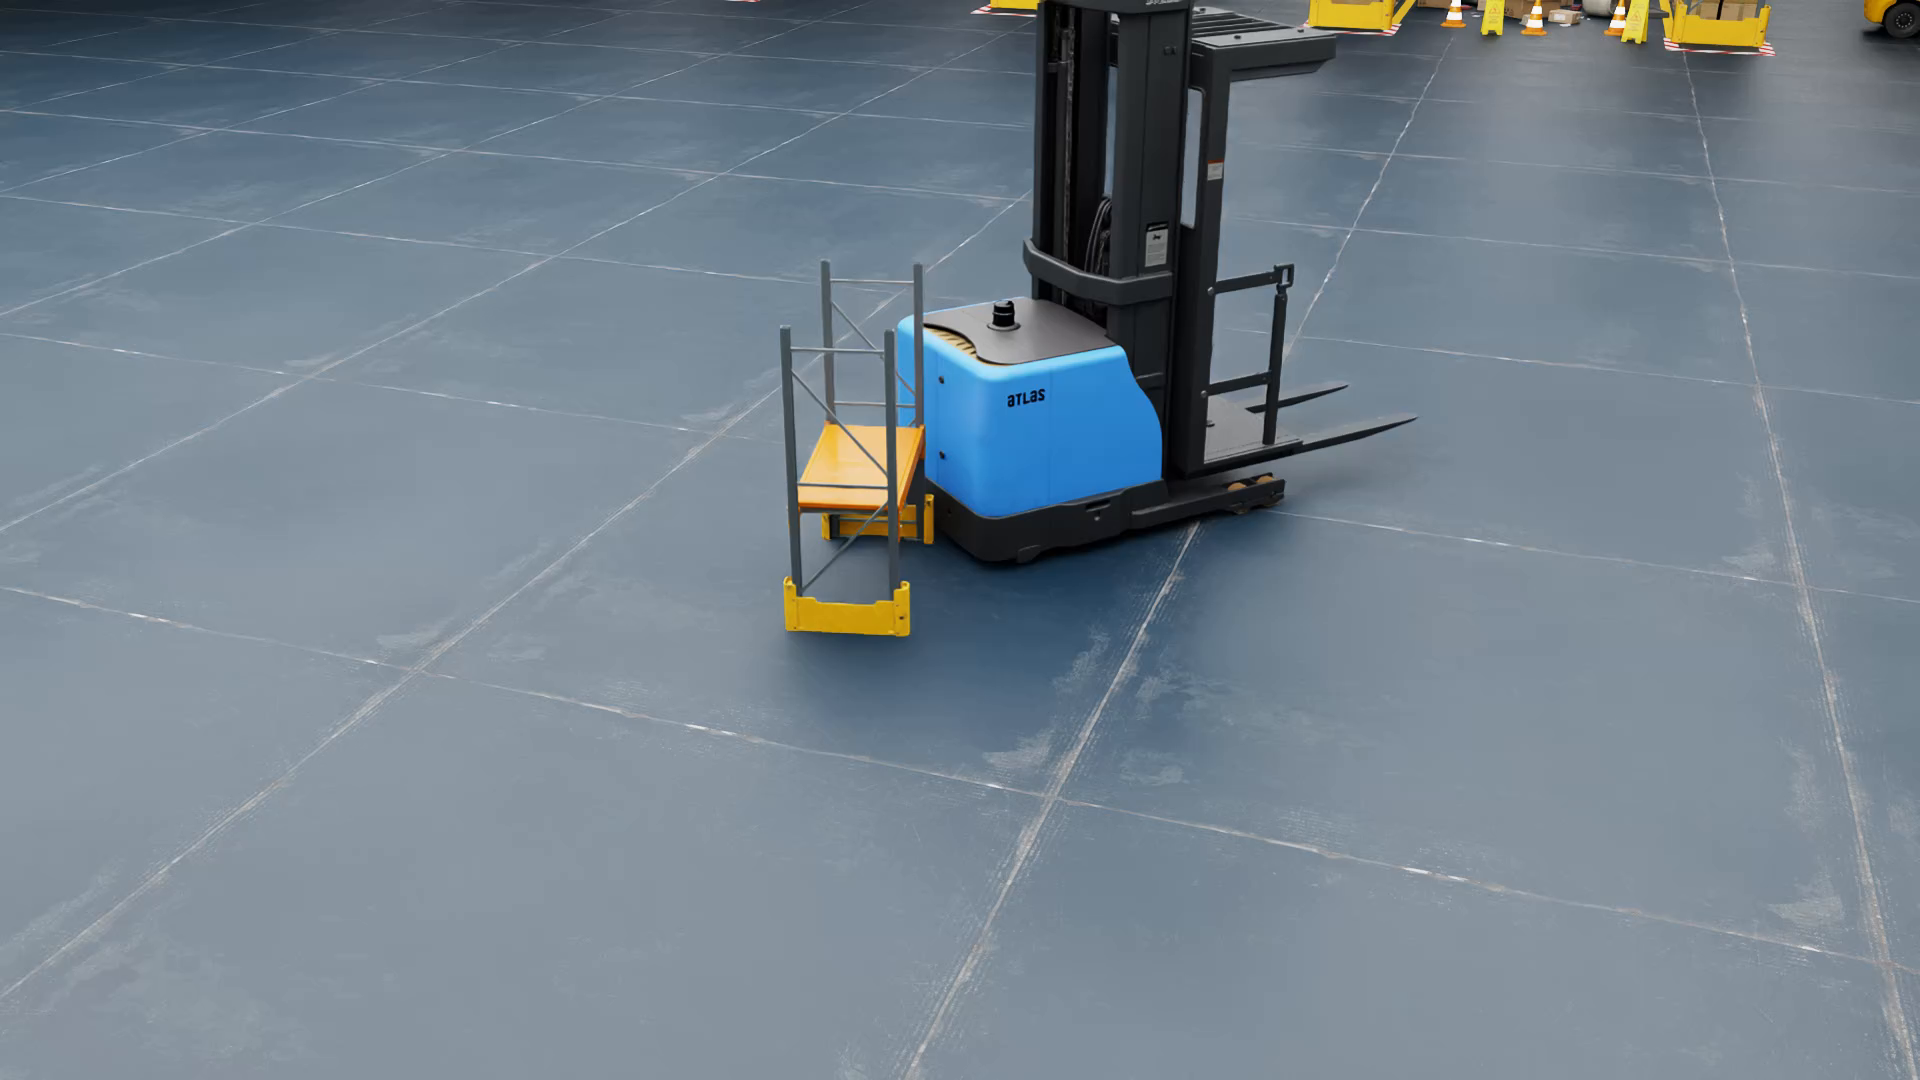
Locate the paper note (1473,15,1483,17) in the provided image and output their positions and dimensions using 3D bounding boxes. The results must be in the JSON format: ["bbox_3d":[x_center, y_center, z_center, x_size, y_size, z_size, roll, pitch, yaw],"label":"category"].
[{"bbox_3d":[7.790,-7.884,25.001,0.144,0.017,0.142,20,32,35],"label":"paper note"}]

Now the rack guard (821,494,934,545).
[{"bbox_3d":[-0.432,-0.119,8.708,0.587,0.250,0.087,2,26,5],"label":"rack guard"}]

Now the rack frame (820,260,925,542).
[{"bbox_3d":[-0.432,-0.682,8.437,0.500,1.500,0.032,2,26,5],"label":"rack frame"}]

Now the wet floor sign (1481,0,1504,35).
[{"bbox_3d":[7.539,-7.482,23.462,0.267,0.644,0.232,4,26,8],"label":"wet floor sign"}]

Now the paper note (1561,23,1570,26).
[{"bbox_3d":[8.820,-7.505,24.216,0.148,0.019,0.142,0,26,-1],"label":"paper note"}]

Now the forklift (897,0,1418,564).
[{"bbox_3d":[1.198,-1.647,8.789,3.031,2.935,1.130,-14,29,-26],"label":"forklift"}]

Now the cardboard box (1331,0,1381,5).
[{"bbox_3d":[5.845,-8.361,24.534,0.875,0.875,0.875,9,27,18],"label":"cardboard box"}]

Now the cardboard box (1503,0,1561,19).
[{"bbox_3d":[8.580,-8.130,24.963,0.797,0.503,0.637,-9,27,-18],"label":"cardboard box"}]

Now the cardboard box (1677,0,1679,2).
[{"bbox_3d":[10.578,-7.699,23.882,0.500,0.250,0.500,9,27,18],"label":"cardboard box"}]

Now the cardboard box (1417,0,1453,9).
[{"bbox_3d":[7.464,-8.574,25.881,0.500,0.500,0.500,14,29,26],"label":"cardboard box"}]

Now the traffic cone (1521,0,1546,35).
[{"bbox_3d":[8.150,-7.407,23.518,0.336,0.463,0.334,9,27,17],"label":"traffic cone"}]

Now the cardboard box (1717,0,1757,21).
[{"bbox_3d":[10.912,-7.407,23.280,0.500,0.250,0.500,9,27,17],"label":"cardboard box"}]

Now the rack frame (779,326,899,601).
[{"bbox_3d":[-0.533,-0.241,7.526,0.500,1.500,0.032,2,26,5],"label":"rack frame"}]

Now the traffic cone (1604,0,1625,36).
[{"bbox_3d":[9.310,-7.386,23.474,0.336,0.463,0.334,9,27,17],"label":"traffic cone"}]

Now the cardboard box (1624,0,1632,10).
[{"bbox_3d":[10.074,-8.441,25.607,0.500,0.500,0.500,-14,29,-27],"label":"cardboard box"}]

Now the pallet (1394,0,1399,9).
[{"bbox_3d":[6.281,-8.425,25.909,1.003,0.211,1.213,9,27,17],"label":"pallet"}]

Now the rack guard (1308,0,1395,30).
[{"bbox_3d":[5.673,-7.706,24.091,1.175,0.500,0.348,9,27,17],"label":"rack guard"}]

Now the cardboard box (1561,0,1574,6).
[{"bbox_3d":[9.419,-8.554,26.112,0.258,0.266,0.396,-9,27,-18],"label":"cardboard box"}]

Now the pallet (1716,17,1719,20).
[{"bbox_3d":[10.712,-7.269,23.521,1.003,0.211,1.213,9,27,17],"label":"pallet"}]

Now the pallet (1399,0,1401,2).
[{"bbox_3d":[6.686,-8.928,26.948,1.003,0.211,1.213,9,27,17],"label":"pallet"}]

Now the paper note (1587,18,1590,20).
[{"bbox_3d":[9.364,-7.761,24.768,0.032,0.001,0.123,9,27,17],"label":"paper note"}]

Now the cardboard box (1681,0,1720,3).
[{"bbox_3d":[10.404,-7.820,23.272,0.500,0.500,0.500,9,27,18],"label":"cardboard box"}]

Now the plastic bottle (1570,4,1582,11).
[{"bbox_3d":[9.516,-8.227,25.672,0.133,0.061,0.283,14,29,26],"label":"plastic bottle"}]

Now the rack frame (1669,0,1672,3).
[{"bbox_3d":[11.714,-9.808,25.565,1.000,3.000,0.127,9,27,17],"label":"rack frame"}]

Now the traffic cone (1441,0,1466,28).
[{"bbox_3d":[7.197,-7.711,24.145,0.336,0.463,0.334,9,27,17],"label":"traffic cone"}]

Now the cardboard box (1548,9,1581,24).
[{"bbox_3d":[8.914,-7.712,24.508,0.250,0.149,0.380,-20,33,-36],"label":"cardboard box"}]

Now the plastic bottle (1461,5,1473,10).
[{"bbox_3d":[7.755,-8.215,25.648,0.283,0.061,0.133,0,26,-1],"label":"plastic bottle"}]

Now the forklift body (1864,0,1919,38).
[{"bbox_3d":[13.976,-8.108,23.027,2.313,2.155,1.214,9,27,17],"label":"forklift body"}]

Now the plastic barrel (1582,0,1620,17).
[{"bbox_3d":[9.643,-8.073,24.938,0.421,0.421,0.512,-14,29,-27],"label":"plastic barrel"}]

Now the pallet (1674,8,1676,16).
[{"bbox_3d":[11.120,-7.769,24.553,1.003,0.211,1.213,9,27,17],"label":"pallet"}]

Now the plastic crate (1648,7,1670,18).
[{"bbox_3d":[10.418,-7.968,25.114,0.402,0.080,0.583,0,26,-1],"label":"plastic crate"}]

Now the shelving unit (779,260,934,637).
[{"bbox_3d":[-0.481,-0.465,7.990,0.587,1.500,1.083,2,26,5],"label":"shelving unit"}]

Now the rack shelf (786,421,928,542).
[{"bbox_3d":[-0.482,-0.299,8.060,0.538,0.185,1.000,2,26,5],"label":"rack shelf"}]

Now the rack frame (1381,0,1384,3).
[{"bbox_3d":[5.681,-8.841,23.567,1.000,3.000,0.127,9,27,17],"label":"rack frame"}]

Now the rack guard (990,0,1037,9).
[{"bbox_3d":[1.063,-8.508,25.747,1.175,0.500,0.348,9,27,17],"label":"rack guard"}]

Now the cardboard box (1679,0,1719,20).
[{"bbox_3d":[10.406,-7.497,23.465,0.500,0.250,0.500,9,27,17],"label":"cardboard box"}]

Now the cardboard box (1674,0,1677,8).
[{"bbox_3d":[10.747,-7.914,24.327,0.500,0.250,0.500,8,27,16],"label":"cardboard box"}]

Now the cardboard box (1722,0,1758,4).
[{"bbox_3d":[10.920,-7.754,23.136,0.500,0.500,0.500,8,27,16],"label":"cardboard box"}]

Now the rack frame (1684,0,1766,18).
[{"bbox_3d":[10.383,-8.164,22.170,1.000,3.000,0.127,9,27,17],"label":"rack frame"}]

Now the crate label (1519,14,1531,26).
[{"bbox_3d":[8.353,-7.593,24.275,0.250,0.136,0.298,-5,26,-9],"label":"crate label"}]

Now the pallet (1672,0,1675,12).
[{"bbox_3d":[11.524,-8.272,25.592,1.003,0.211,1.213,9,27,17],"label":"pallet"}]

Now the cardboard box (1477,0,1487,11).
[{"bbox_3d":[8.177,-8.280,25.547,0.396,0.266,0.258,14,29,26],"label":"cardboard box"}]

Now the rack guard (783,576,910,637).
[{"bbox_3d":[-0.531,0.313,7.816,0.587,0.250,0.087,2,26,5],"label":"rack guard"}]

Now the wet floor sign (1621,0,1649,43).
[{"bbox_3d":[9.311,-7.182,22.842,0.267,0.644,0.232,20,32,35],"label":"wet floor sign"}]

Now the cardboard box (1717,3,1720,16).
[{"bbox_3d":[11.089,-7.616,23.711,0.500,0.250,0.500,10,27,19],"label":"cardboard box"}]

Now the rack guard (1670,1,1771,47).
[{"bbox_3d":[10.408,-7.070,22.779,1.175,0.500,0.348,9,27,17],"label":"rack guard"}]

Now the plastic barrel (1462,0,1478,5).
[{"bbox_3d":[8.082,-8.636,26.101,0.421,0.421,0.512,-14,29,-27],"label":"plastic barrel"}]
